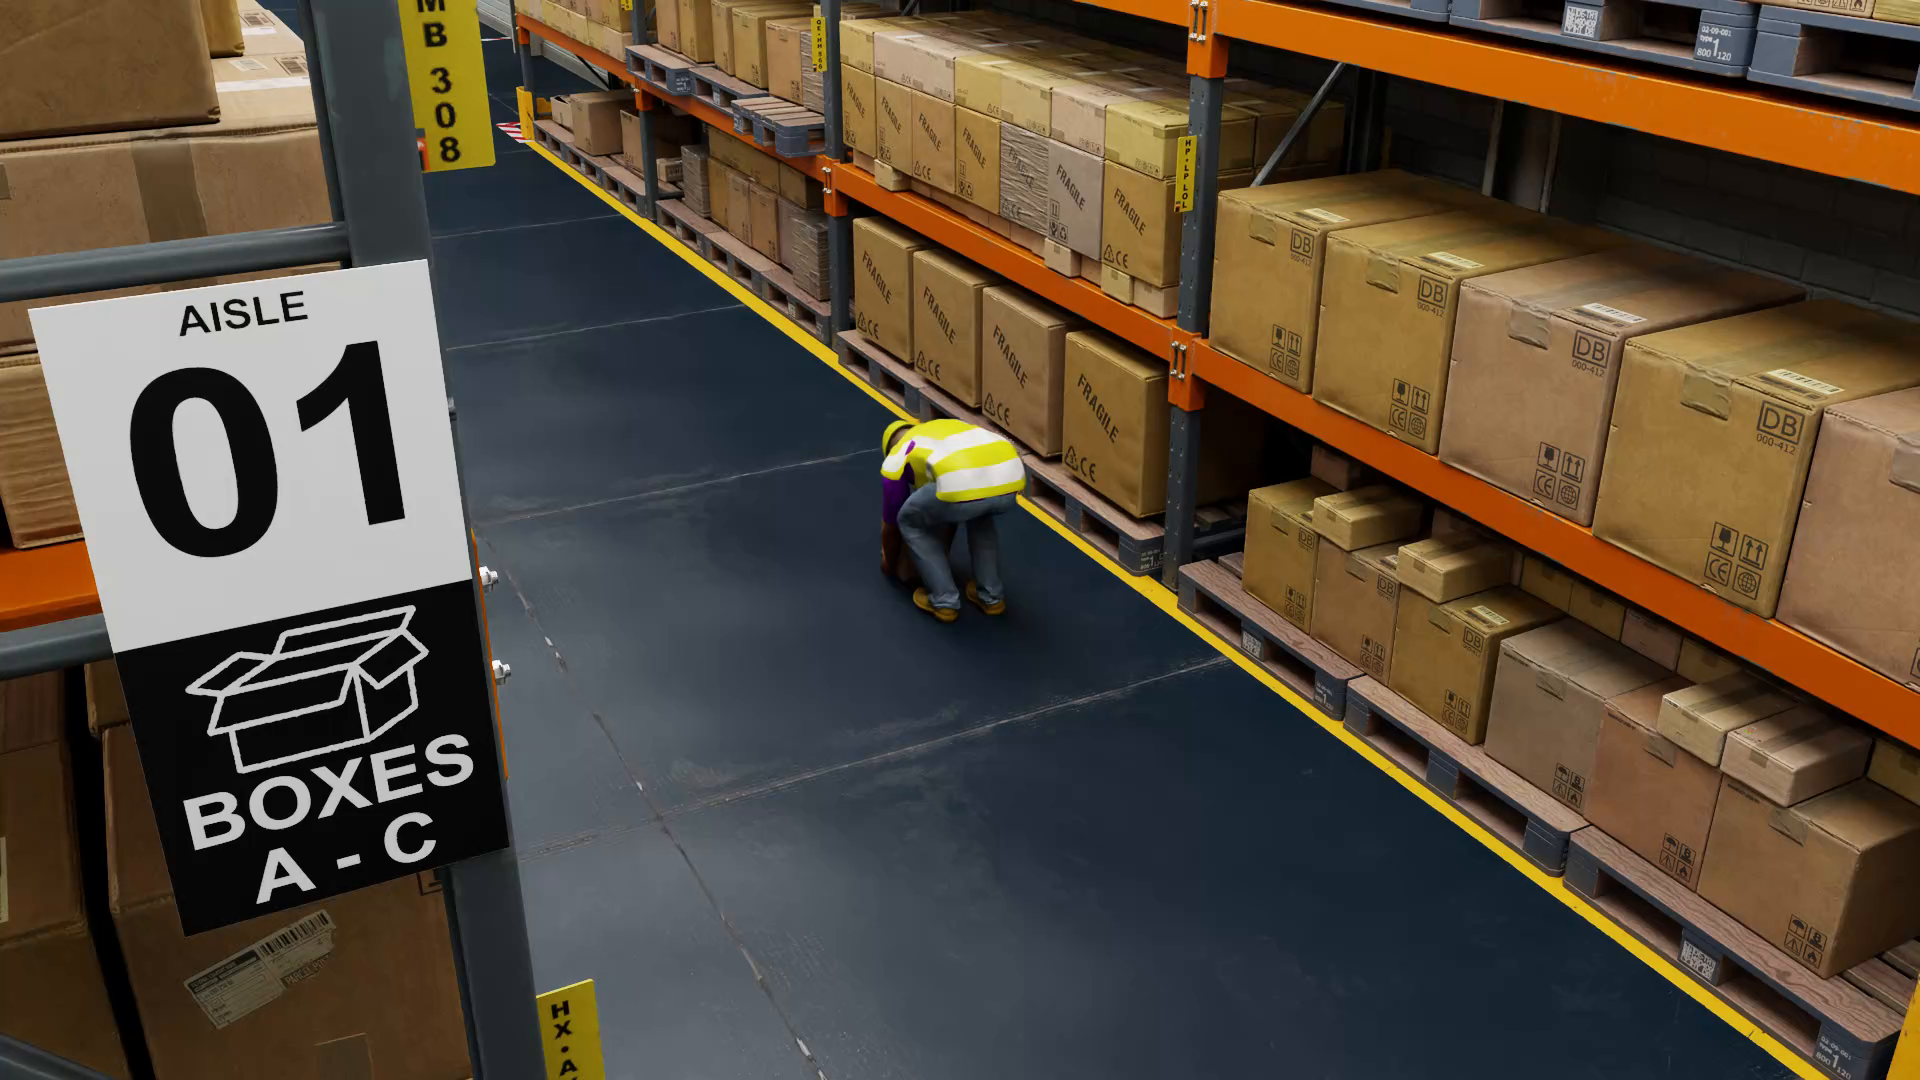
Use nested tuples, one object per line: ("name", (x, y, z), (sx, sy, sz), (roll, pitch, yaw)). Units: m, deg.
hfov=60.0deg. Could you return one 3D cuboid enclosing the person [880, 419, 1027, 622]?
("person", (-0.084, -0.149, 7.875), (0.503, 0.924, 0.975), (-14, 29, -27))
